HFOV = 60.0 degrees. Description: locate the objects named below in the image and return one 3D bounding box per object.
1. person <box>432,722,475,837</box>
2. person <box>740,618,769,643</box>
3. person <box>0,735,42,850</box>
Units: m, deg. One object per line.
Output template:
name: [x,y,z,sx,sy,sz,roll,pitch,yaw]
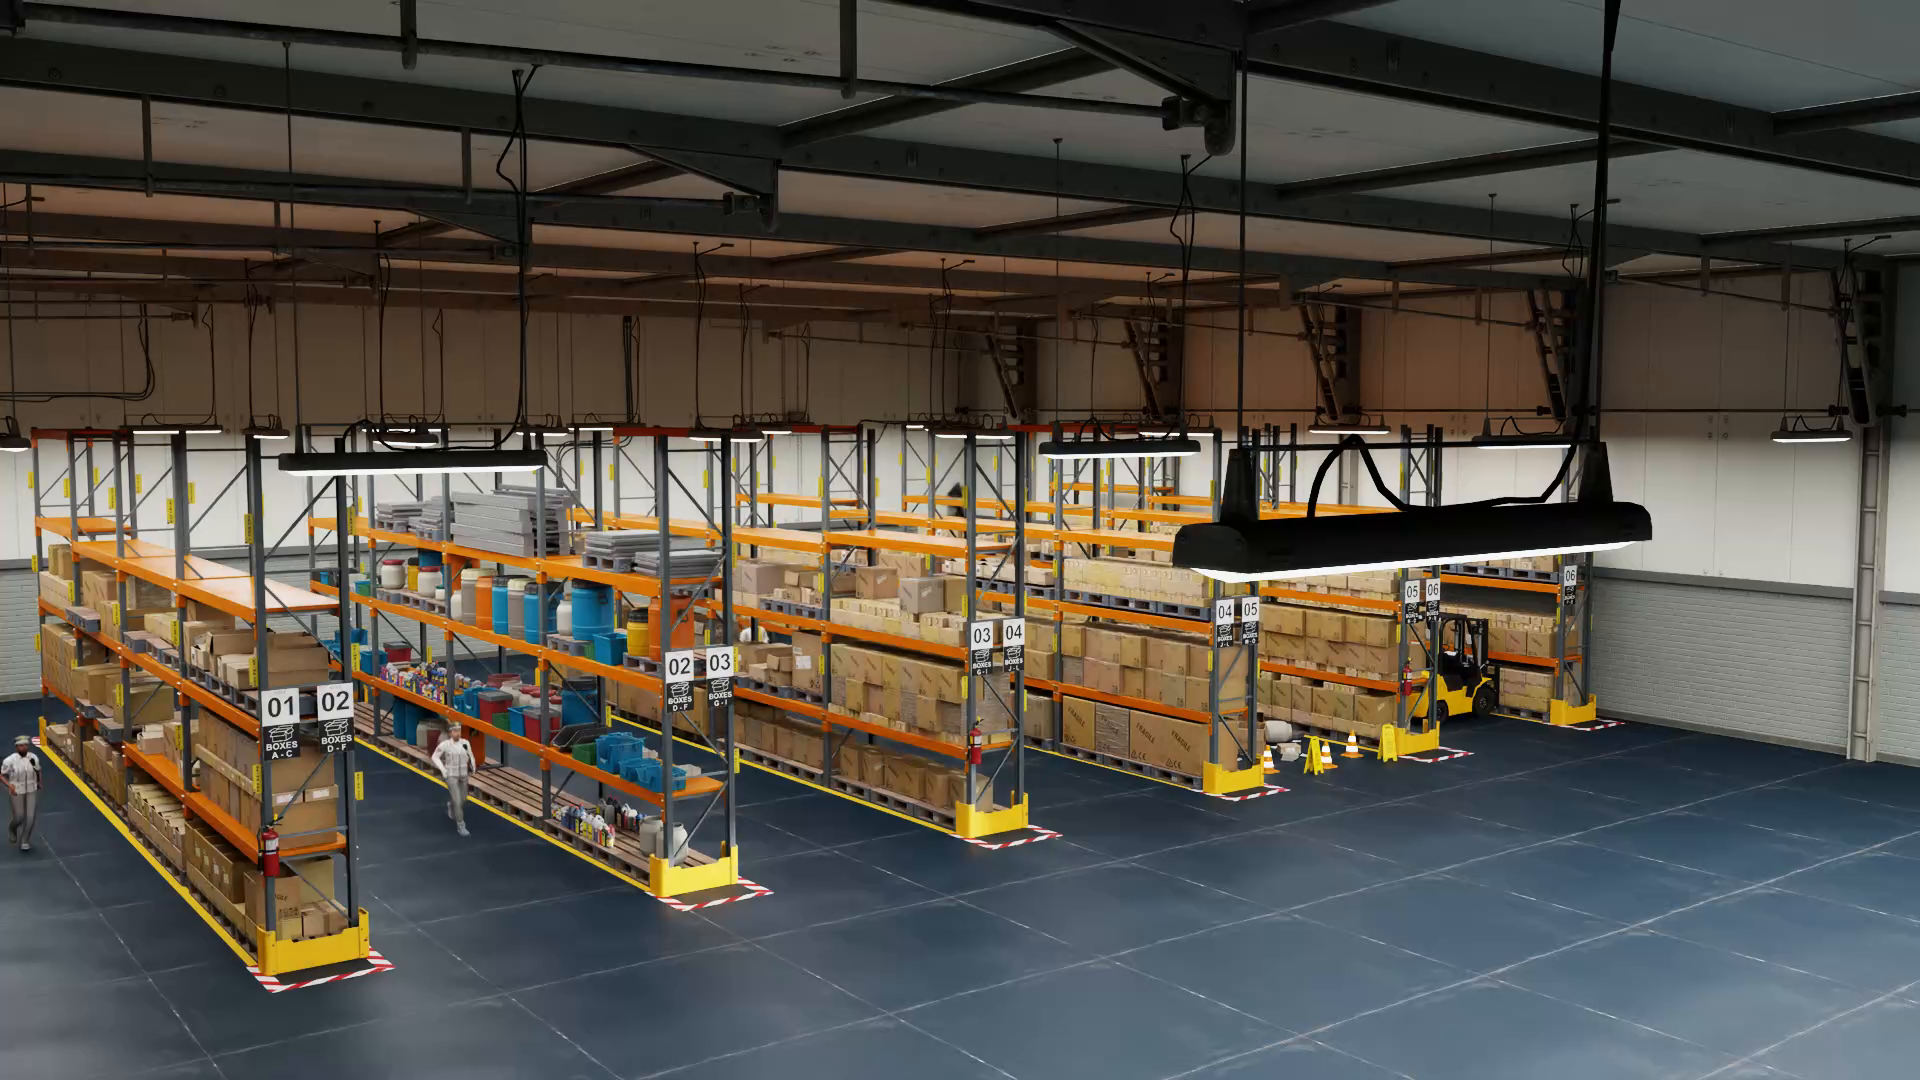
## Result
person: [-7.565,3.551,24.936,0.618,1.689,0.805,-4,6,-39]
person: [-4.528,2.608,36.946,0.721,1.657,0.579,-2,5,-27]
person: [-13.494,3.623,23.953,0.549,1.654,0.555,4,6,42]
